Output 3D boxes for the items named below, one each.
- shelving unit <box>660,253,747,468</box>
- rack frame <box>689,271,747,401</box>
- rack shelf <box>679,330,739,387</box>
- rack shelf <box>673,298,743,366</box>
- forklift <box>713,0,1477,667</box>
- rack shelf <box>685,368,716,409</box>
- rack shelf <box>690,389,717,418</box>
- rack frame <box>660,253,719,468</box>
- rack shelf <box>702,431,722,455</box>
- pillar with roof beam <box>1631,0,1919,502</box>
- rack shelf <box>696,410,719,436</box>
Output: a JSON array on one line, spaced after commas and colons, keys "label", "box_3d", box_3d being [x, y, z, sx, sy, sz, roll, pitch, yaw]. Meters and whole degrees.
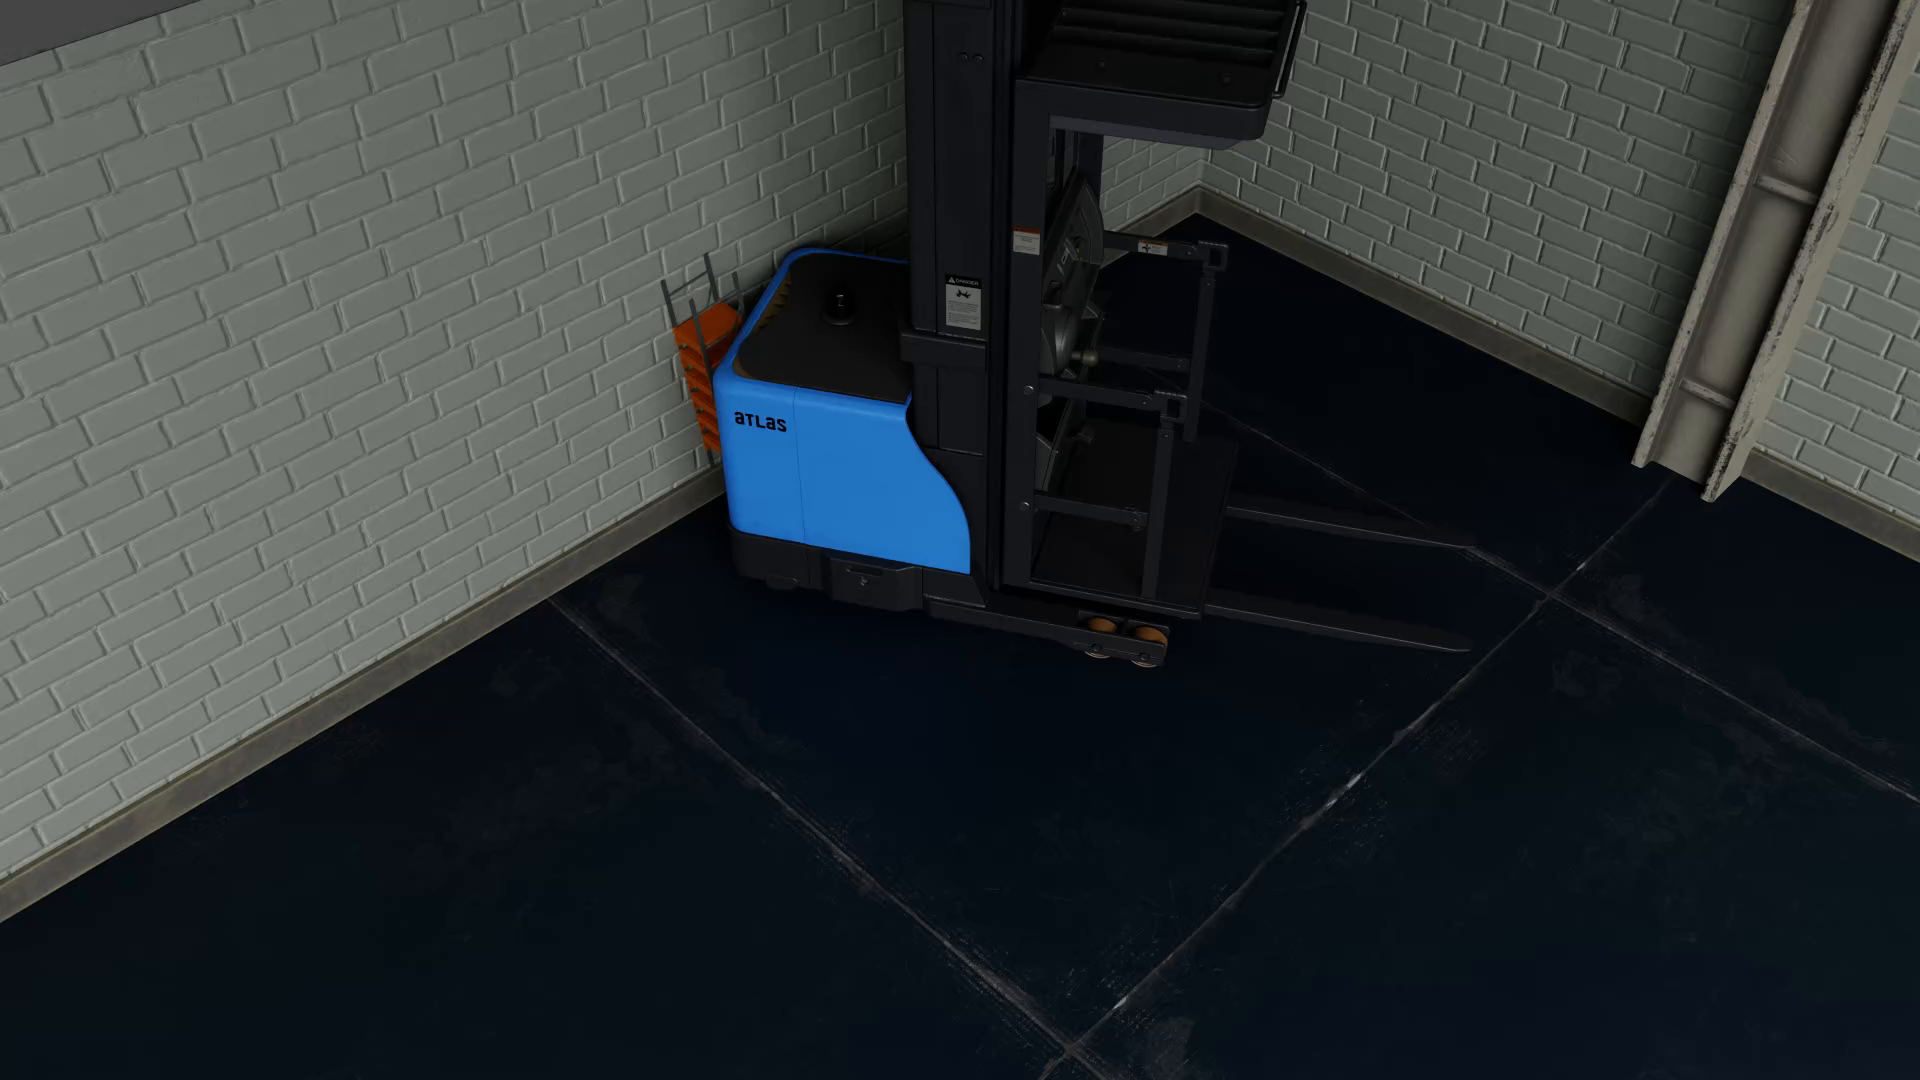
[{"label": "shelving unit", "box_3d": [-0.990, -0.642, 7.047, 0.258, 1.200, 0.189, -38, 54, -26]}, {"label": "rack frame", "box_3d": [-0.926, -0.597, 6.999, 0.240, 1.200, 0.006, -38, 54, -26]}, {"label": "rack shelf", "box_3d": [-1.006, -0.774, 6.904, 0.258, 0.103, 0.180, -38, 54, -26]}, {"label": "rack shelf", "box_3d": [-1.016, -0.855, 6.816, 0.258, 0.103, 0.180, -38, 54, -26]}, {"label": "forklift", "box_3d": [0.607, -0.967, 6.136, 3.031, 2.935, 1.130, 10, 44, 11]}, {"label": "rack shelf", "box_3d": [-0.996, -0.693, 6.992, 0.258, 0.103, 0.180, -38, 54, -26]}, {"label": "rack shelf", "box_3d": [-0.987, -0.612, 7.080, 0.258, 0.103, 0.180, -38, 54, -26]}, {"label": "rack frame", "box_3d": [-1.054, -0.686, 7.096, 0.240, 1.200, 0.006, -38, 54, -26]}, {"label": "rack shelf", "box_3d": [-0.967, -0.450, 7.256, 0.258, 0.103, 0.180, -38, 54, -26]}, {"label": "pillar with roof beam", "box_3d": [0.277, -1.575, 2.324, 9.100, 9.000, 0.400, -34, 53, -31]}, {"label": "rack shelf", "box_3d": [-0.977, -0.531, 7.168, 0.258, 0.103, 0.180, -38, 54, -26]}]
